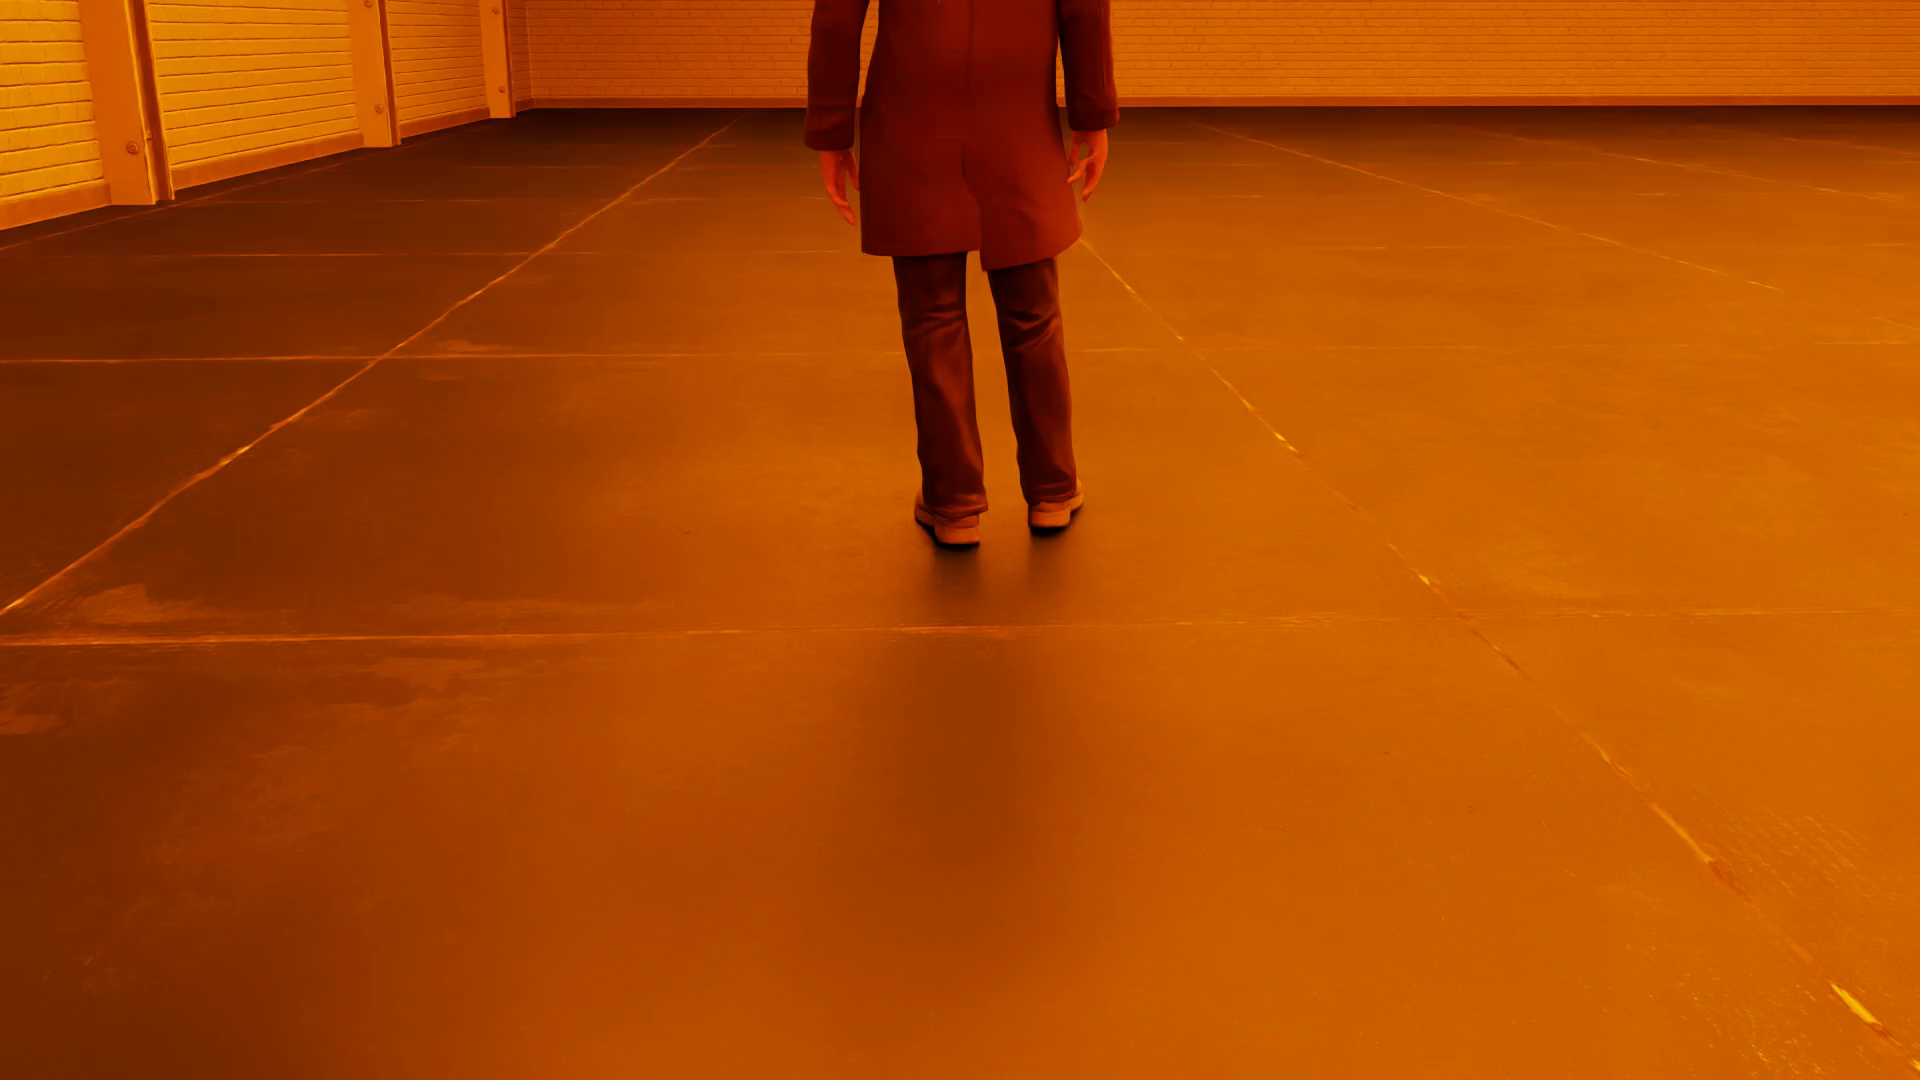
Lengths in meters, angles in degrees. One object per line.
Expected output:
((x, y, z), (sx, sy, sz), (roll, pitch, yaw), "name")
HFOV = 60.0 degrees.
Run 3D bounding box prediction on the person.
((0.000, -0.884, 3.743), (0.696, 1.776, 0.582), (-1, 17, -3), "person")
